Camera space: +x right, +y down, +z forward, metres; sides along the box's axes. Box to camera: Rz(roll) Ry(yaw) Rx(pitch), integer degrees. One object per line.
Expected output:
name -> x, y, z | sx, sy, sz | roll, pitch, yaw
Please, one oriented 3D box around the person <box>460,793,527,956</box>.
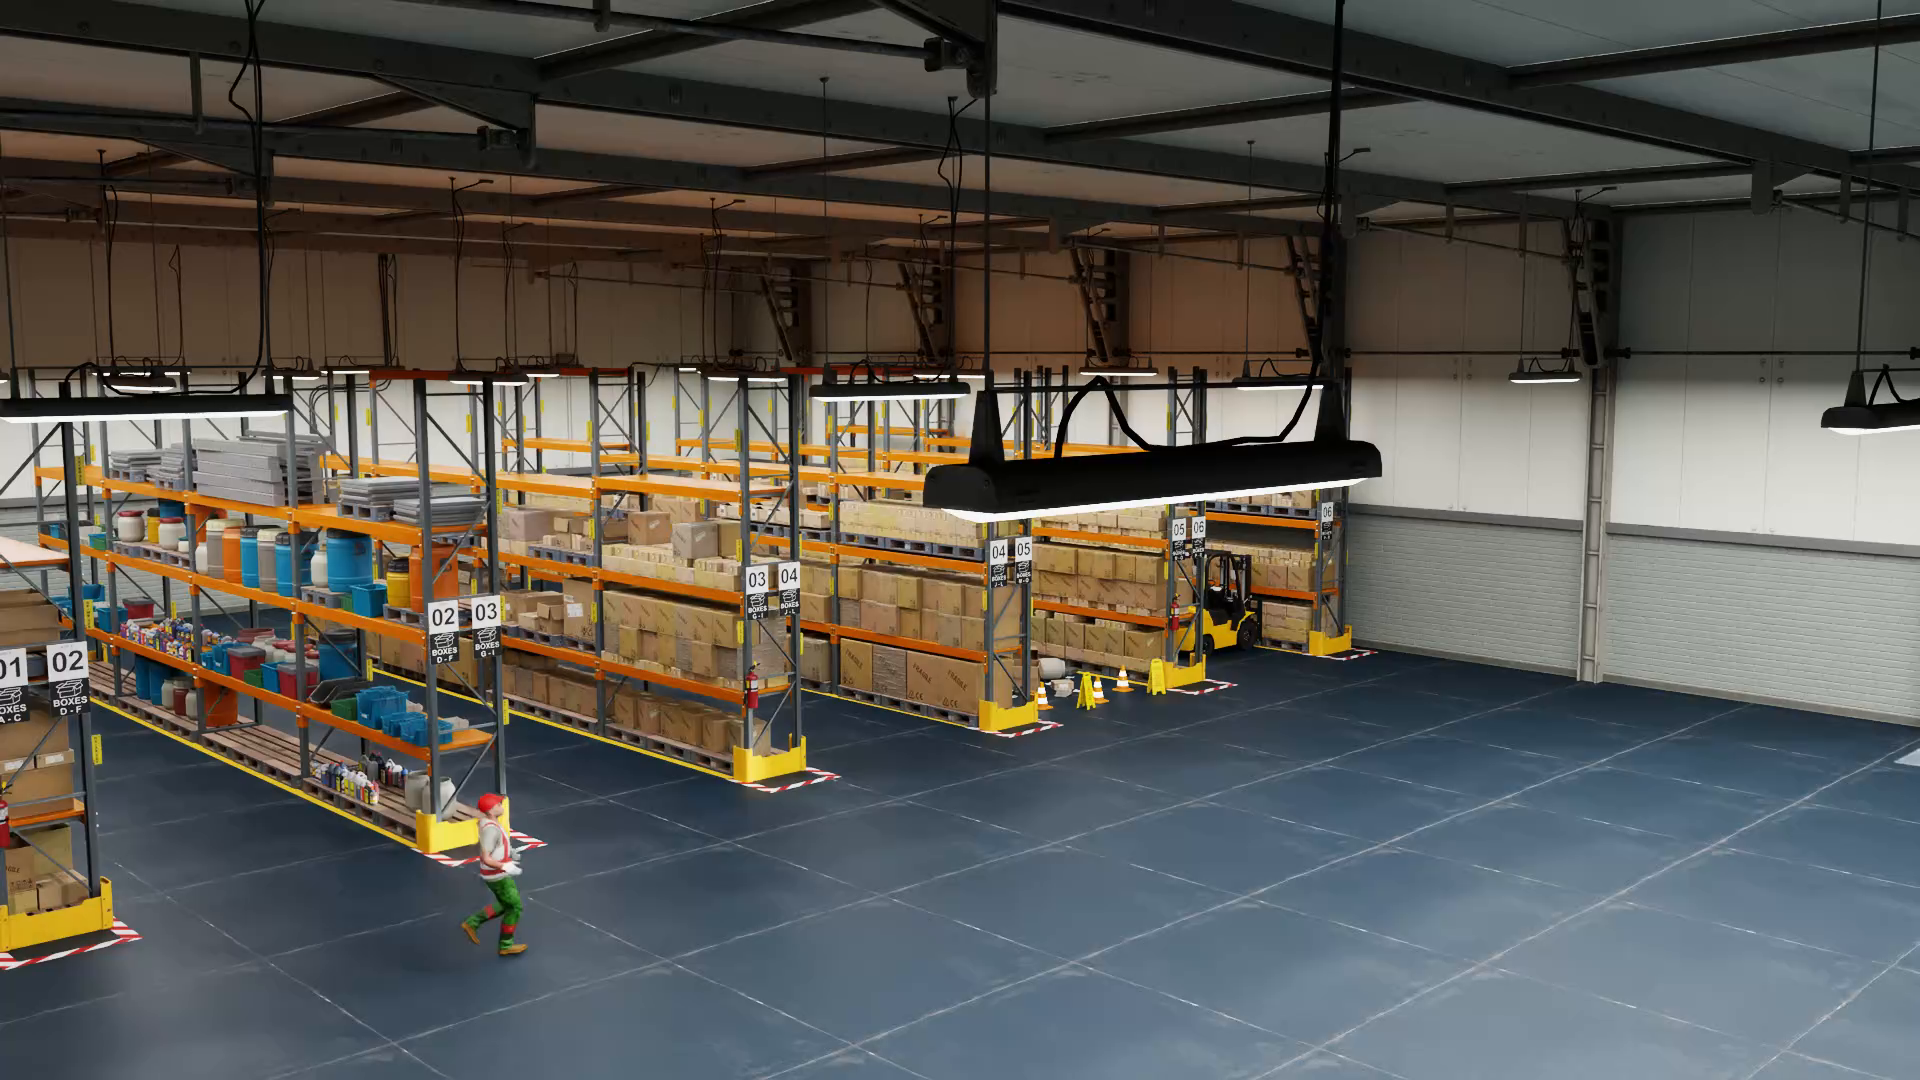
person -> -4.903, 3.505, 17.422 | 0.665, 1.740, 0.657 | -2, 7, -20
